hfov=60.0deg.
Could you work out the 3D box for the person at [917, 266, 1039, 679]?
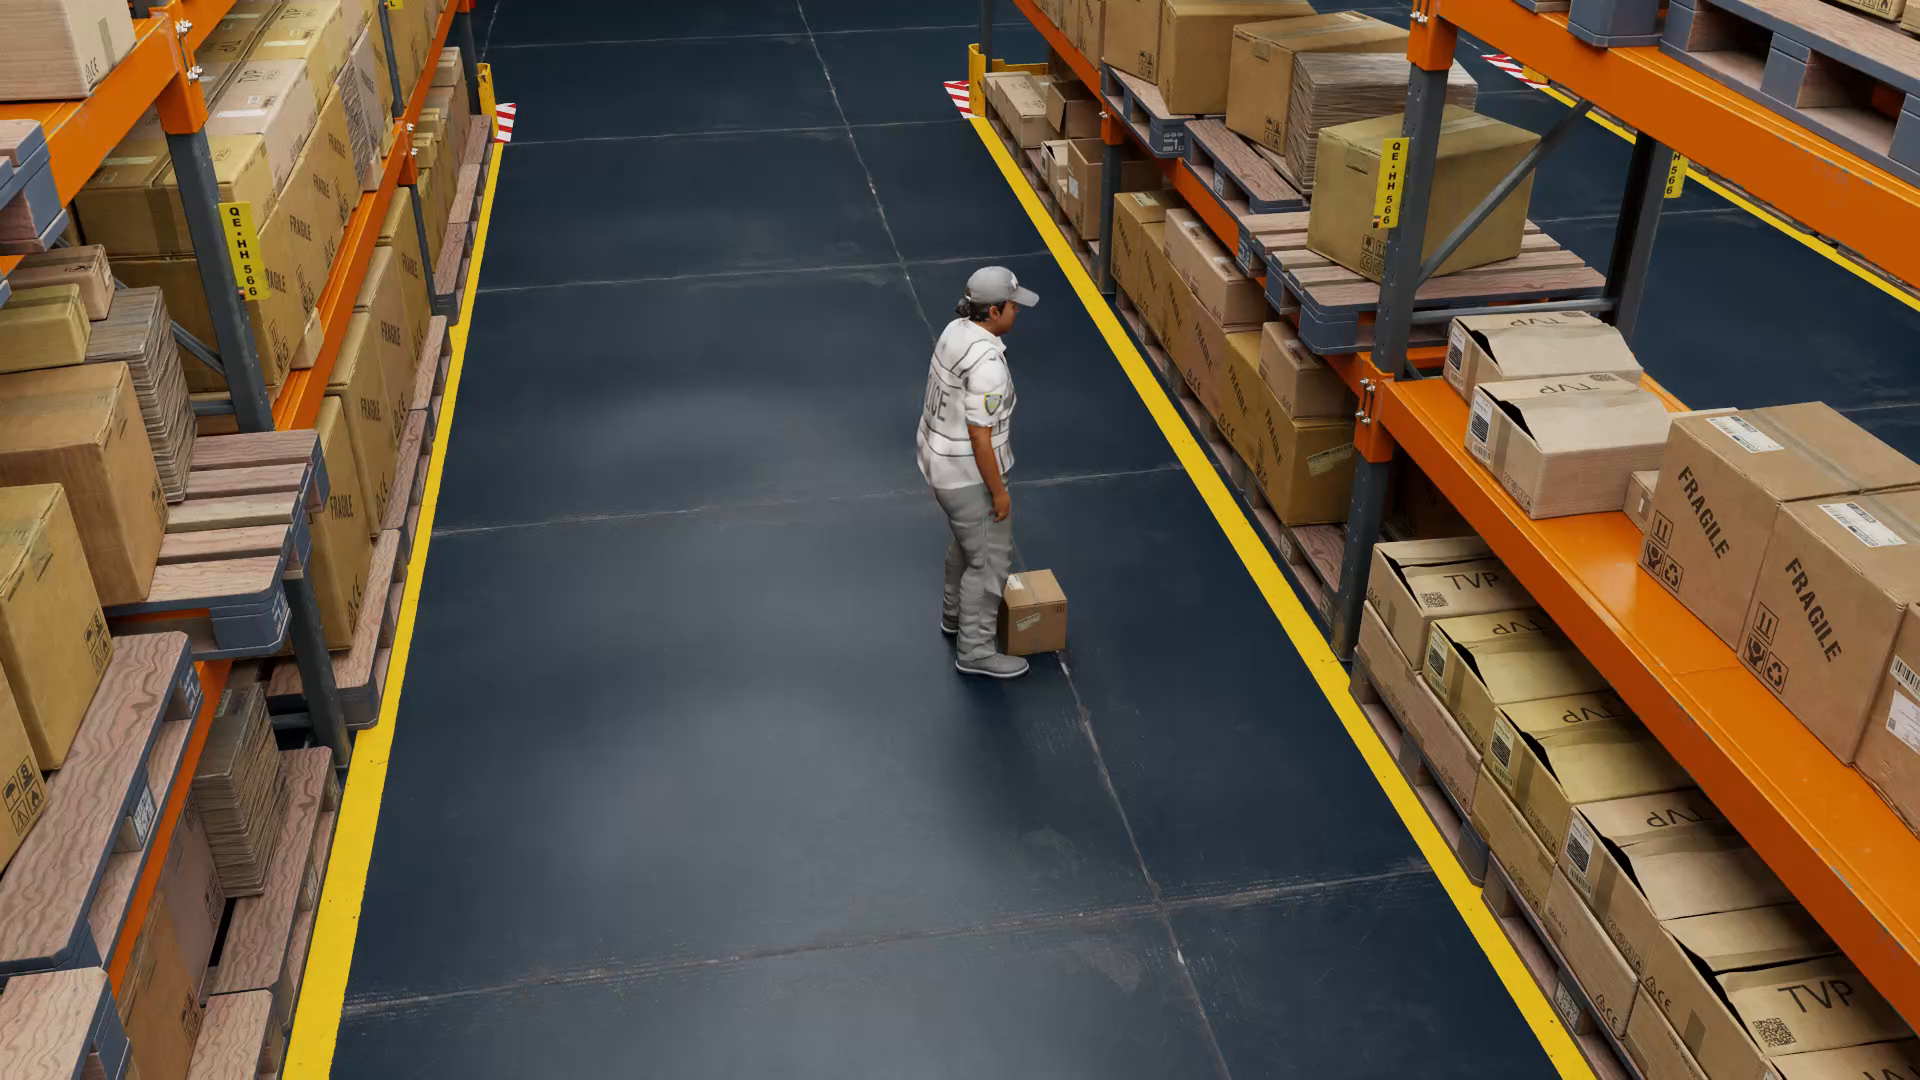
[{"bbox_3d":[0.079,-0.277,6.589,0.464,1.667,0.564,-7,32,-11],"label":"person"}]
